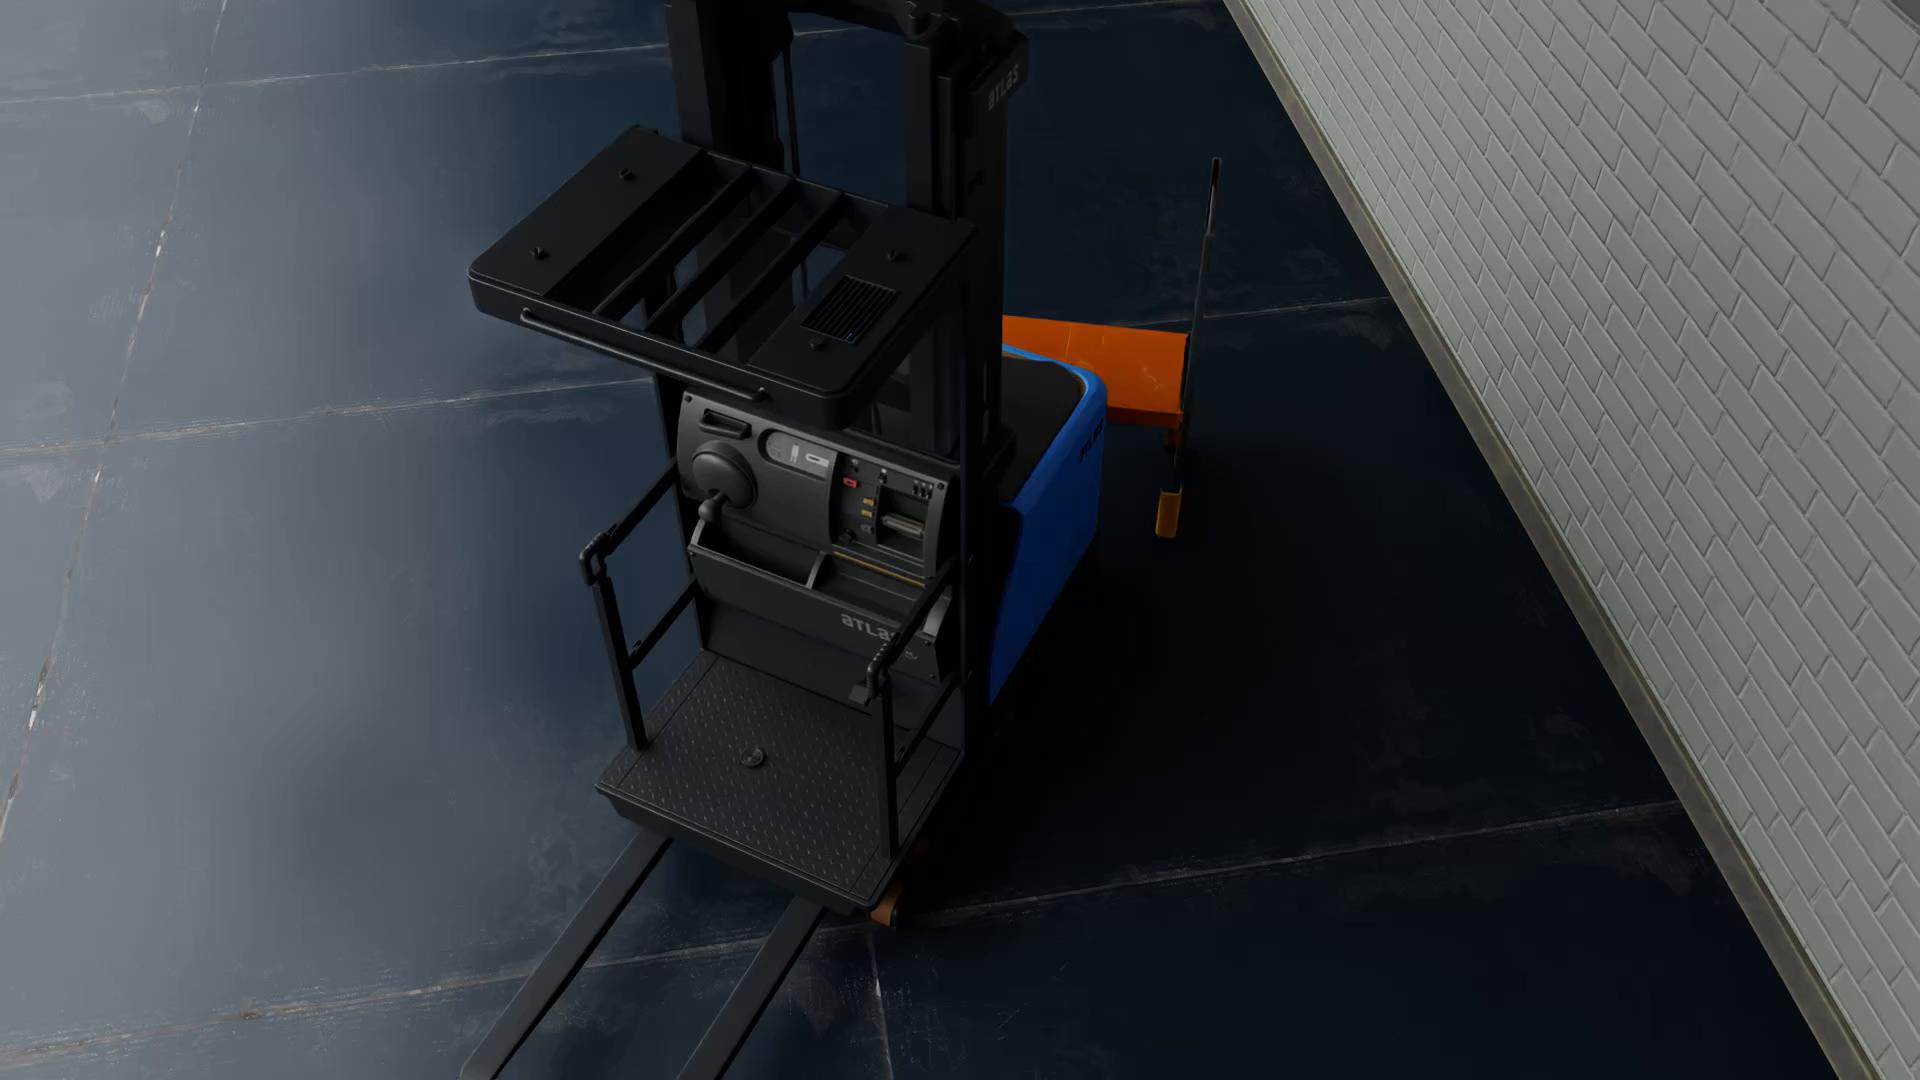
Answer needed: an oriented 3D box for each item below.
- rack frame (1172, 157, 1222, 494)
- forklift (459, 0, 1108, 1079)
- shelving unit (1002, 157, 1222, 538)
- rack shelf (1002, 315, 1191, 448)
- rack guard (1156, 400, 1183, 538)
[{"bbox_3d":[0.926,-0.738,6.613,0.032,1.500,0.500,7,46,6],"label":"rack frame"},{"bbox_3d":[-0.555,-0.073,4.978,1.130,2.935,3.031,20,49,18],"label":"forklift"},{"bbox_3d":[0.416,-0.799,6.671,1.083,1.500,0.587,7,46,6],"label":"shelving unit"},{"bbox_3d":[0.425,-0.673,6.800,1.000,0.185,0.538,7,46,6],"label":"rack shelf"},{"bbox_3d":[0.907,-0.307,7.065,0.087,0.250,0.587,7,46,6],"label":"rack guard"}]
